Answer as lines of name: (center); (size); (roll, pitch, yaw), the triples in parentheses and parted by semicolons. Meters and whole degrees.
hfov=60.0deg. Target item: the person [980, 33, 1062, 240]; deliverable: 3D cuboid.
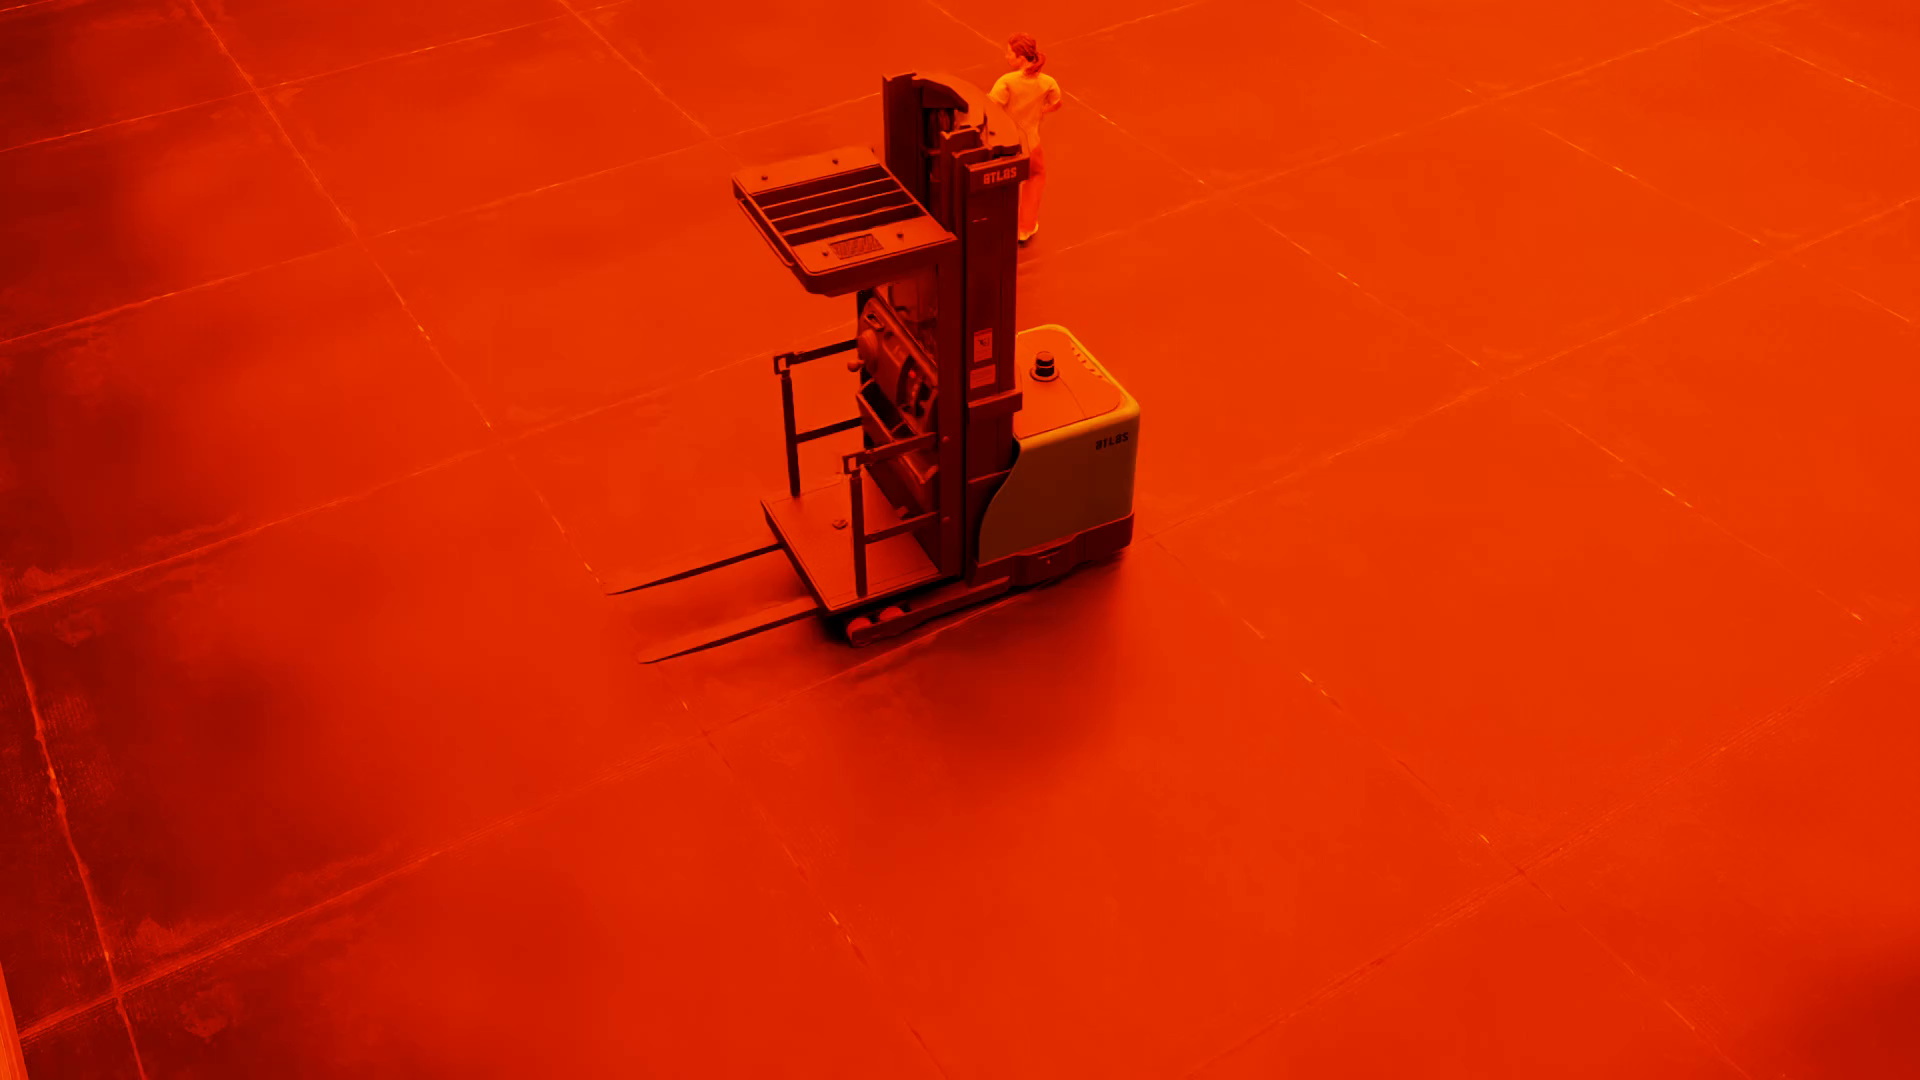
person: (0.422, -2.963, 12.289); (0.632, 1.618, 0.663); (3, 41, 3)

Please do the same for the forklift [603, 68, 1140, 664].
forklift: (-0.523, -0.902, 8.903); (3.031, 2.935, 1.130); (-18, 44, -19)
